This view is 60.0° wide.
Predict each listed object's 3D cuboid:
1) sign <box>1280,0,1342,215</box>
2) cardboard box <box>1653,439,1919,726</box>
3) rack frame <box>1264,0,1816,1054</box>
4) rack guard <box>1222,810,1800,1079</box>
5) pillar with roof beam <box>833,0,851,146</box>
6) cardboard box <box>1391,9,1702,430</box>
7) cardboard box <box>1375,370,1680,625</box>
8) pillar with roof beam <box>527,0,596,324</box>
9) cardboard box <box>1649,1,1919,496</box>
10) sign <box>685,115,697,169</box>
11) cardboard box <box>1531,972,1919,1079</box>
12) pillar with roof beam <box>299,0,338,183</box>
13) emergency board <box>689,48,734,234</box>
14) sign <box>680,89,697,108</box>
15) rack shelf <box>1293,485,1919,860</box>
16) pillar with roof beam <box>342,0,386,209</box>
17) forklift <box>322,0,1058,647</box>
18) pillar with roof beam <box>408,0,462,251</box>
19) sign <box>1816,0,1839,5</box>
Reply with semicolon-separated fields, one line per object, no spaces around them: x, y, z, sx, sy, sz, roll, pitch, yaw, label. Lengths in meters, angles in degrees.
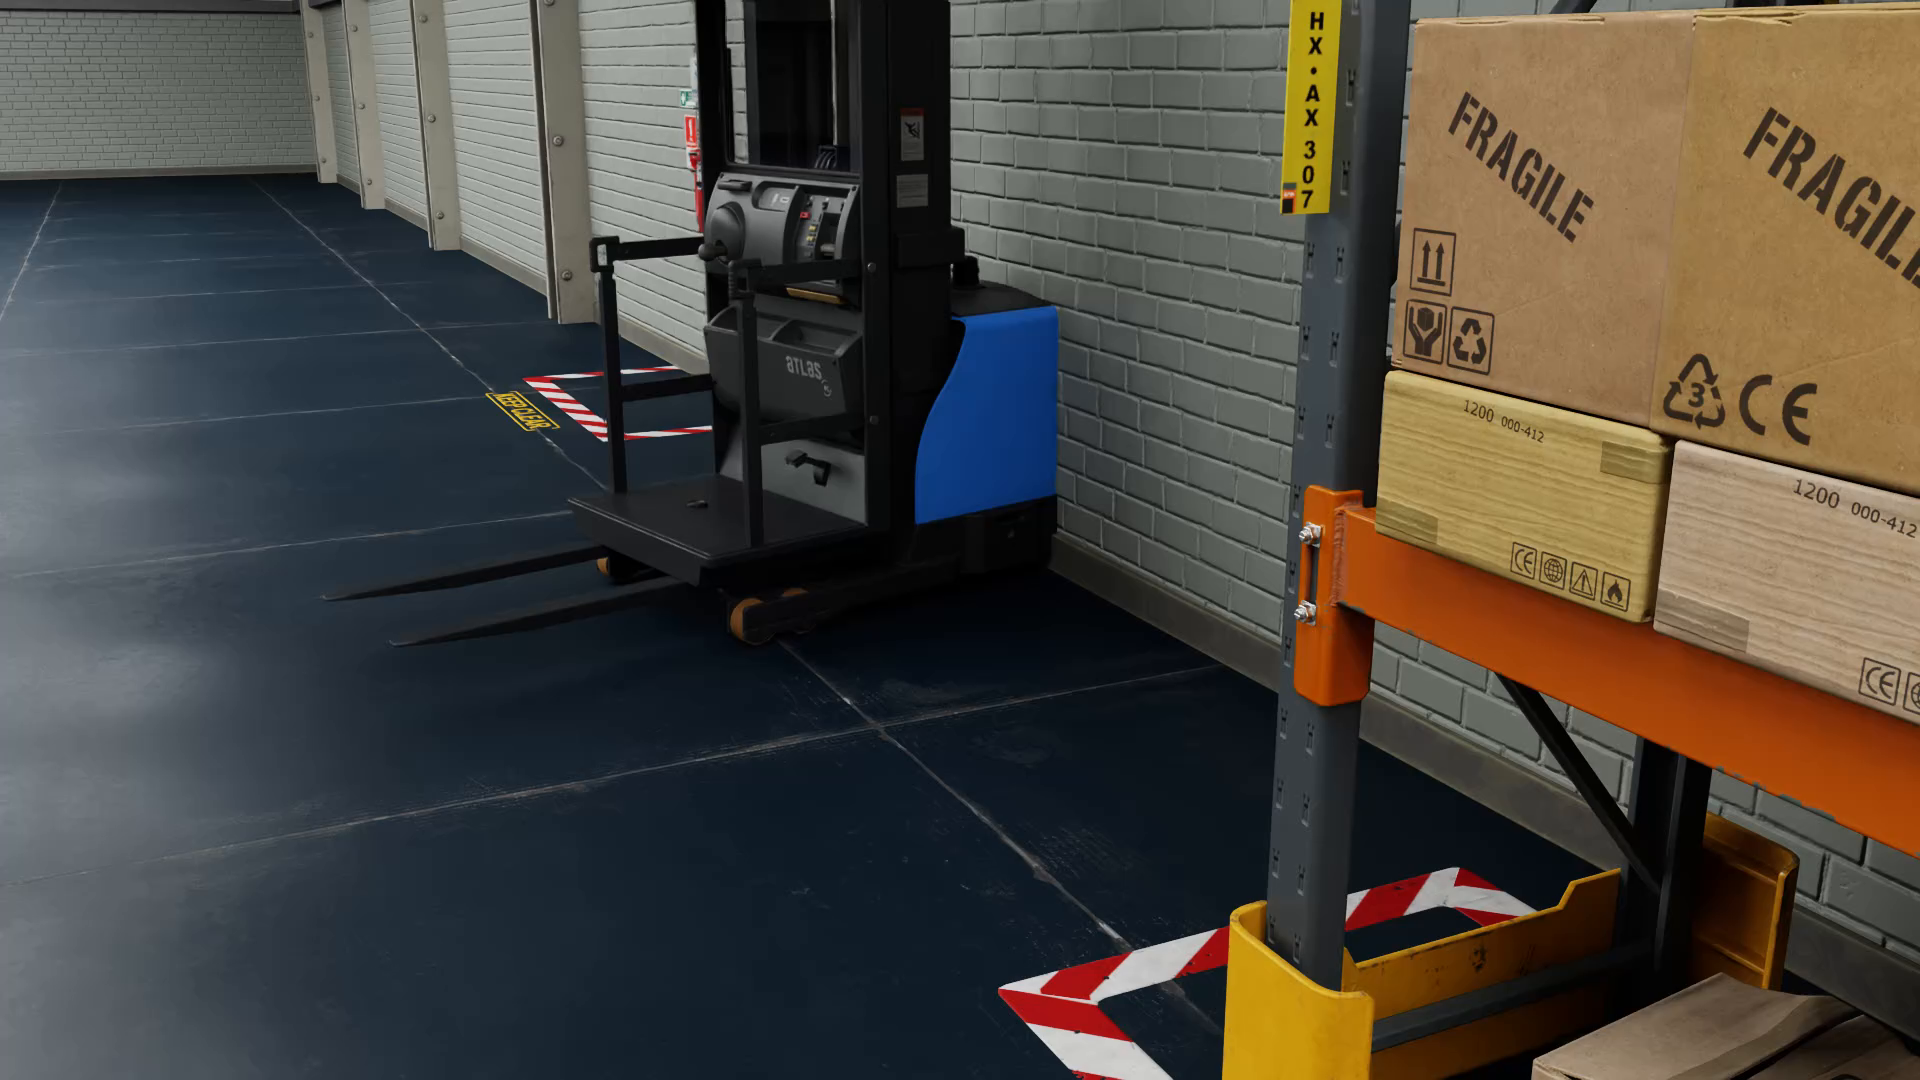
0.549;-0.674;2.592;0.100;0.325;0.005;-8;18;-25;sign
1.206;0.025;1.960;0.500;0.250;0.500;-8;18;-27;cardboard box
1.037;-0.324;2.940;1.000;3.000;0.127;-8;18;-25;rack frame
1.070;0.897;3.219;1.175;0.500;0.348;-8;18;-25;rack guard
-4.377;-4.106;5.244;9.100;9.000;0.400;-8;18;-25;pillar with roof beam
0.976;-0.467;2.316;0.500;0.500;0.500;-8;18;-25;cardboard box
0.965;-0.102;2.403;0.500;0.250;0.500;-8;18;-27;cardboard box
-7.006;-5.593;10.428;9.100;9.000;0.400;-8;18;-25;pillar with roof beam
1.183;-0.343;1.884;0.500;0.500;0.500;-8;18;-25;cardboard box
-1.705;-2.526;10.551;0.001;0.329;0.234;-8;18;-25;sign
1.259;0.940;2.615;0.500;0.311;0.500;-10;19;-31;cardboard box
-14.892;-10.057;25.981;9.100;9.000;0.400;-8;18;-25;pillar with roof beam
-1.556;-2.360;10.035;0.194;1.169;0.643;-8;18;-25;emergency board
-1.711;-2.779;10.471;0.001;0.109;0.331;-8;18;-25;sign
1.913;0.518;1.311;1.077;0.370;4.000;-8;18;-25;rack shelf
-12.263;-8.569;20.797;9.100;9.000;0.400;-8;18;-25;pillar with roof beam
-0.837;-1.196;6.106;3.031;2.935;1.130;-13;20;-38;forklift
-9.634;-7.081;15.612;9.100;9.000;0.400;-8;18;-25;pillar with roof beam
1.545;-1.094;2.953;0.100;0.325;0.005;-8;18;-25;sign
